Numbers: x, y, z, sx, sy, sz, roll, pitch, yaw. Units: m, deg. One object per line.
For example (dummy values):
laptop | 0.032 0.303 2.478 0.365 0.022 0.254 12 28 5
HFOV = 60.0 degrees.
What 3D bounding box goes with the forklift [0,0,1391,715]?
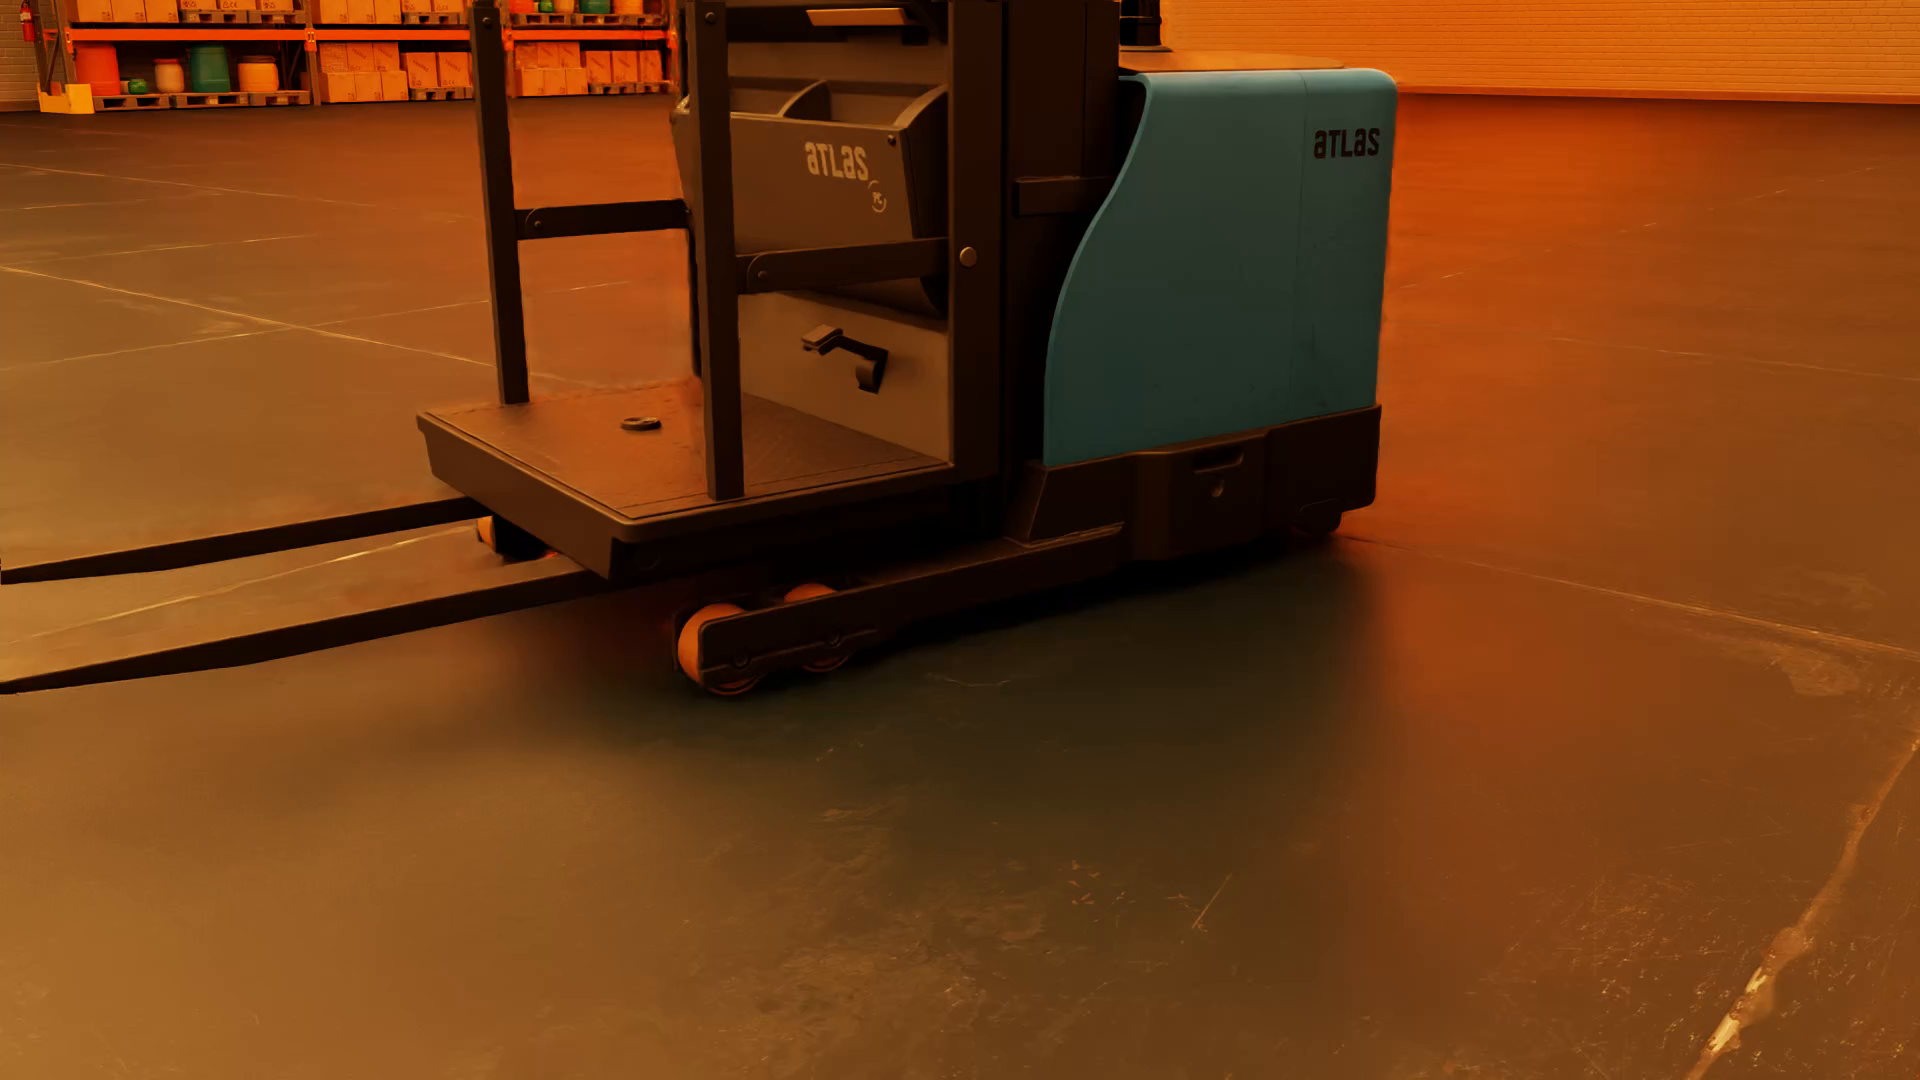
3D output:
forklift | -0.474 -1.287 3.137 3.031 2.935 1.130 -13 21 -36
